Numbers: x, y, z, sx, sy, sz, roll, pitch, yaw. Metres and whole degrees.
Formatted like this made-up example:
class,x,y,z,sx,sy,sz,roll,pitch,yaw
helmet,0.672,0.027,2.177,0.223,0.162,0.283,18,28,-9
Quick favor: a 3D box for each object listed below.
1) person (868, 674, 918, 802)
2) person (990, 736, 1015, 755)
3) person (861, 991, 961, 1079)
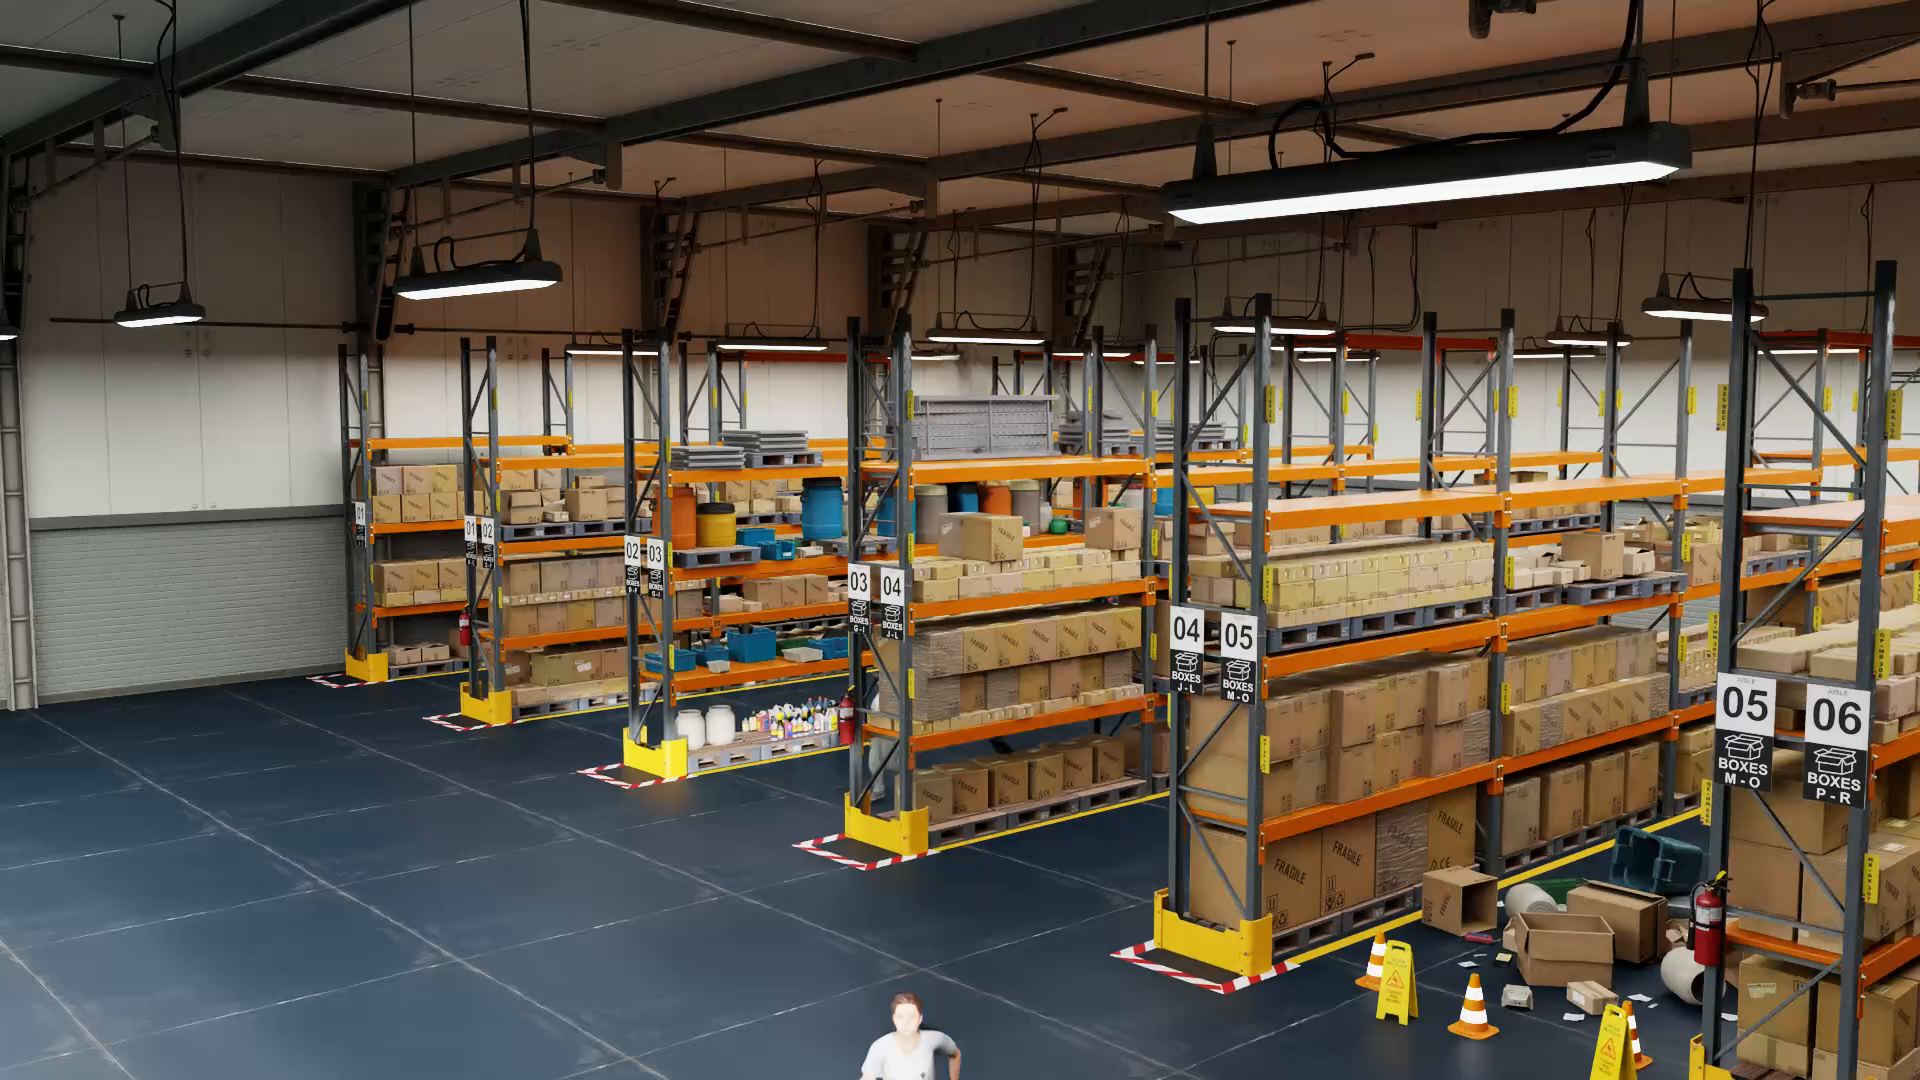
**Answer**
class,x,y,z,sx,sy,sz,roll,pitch,yaw
person,-0.877,2.467,21.070,0.773,1.670,0.600,-4,6,-34
person,0.501,2.370,22.453,0.534,1.556,0.523,-4,7,-41
person,-0.293,3.475,9.799,0.597,1.709,0.922,0,5,1
